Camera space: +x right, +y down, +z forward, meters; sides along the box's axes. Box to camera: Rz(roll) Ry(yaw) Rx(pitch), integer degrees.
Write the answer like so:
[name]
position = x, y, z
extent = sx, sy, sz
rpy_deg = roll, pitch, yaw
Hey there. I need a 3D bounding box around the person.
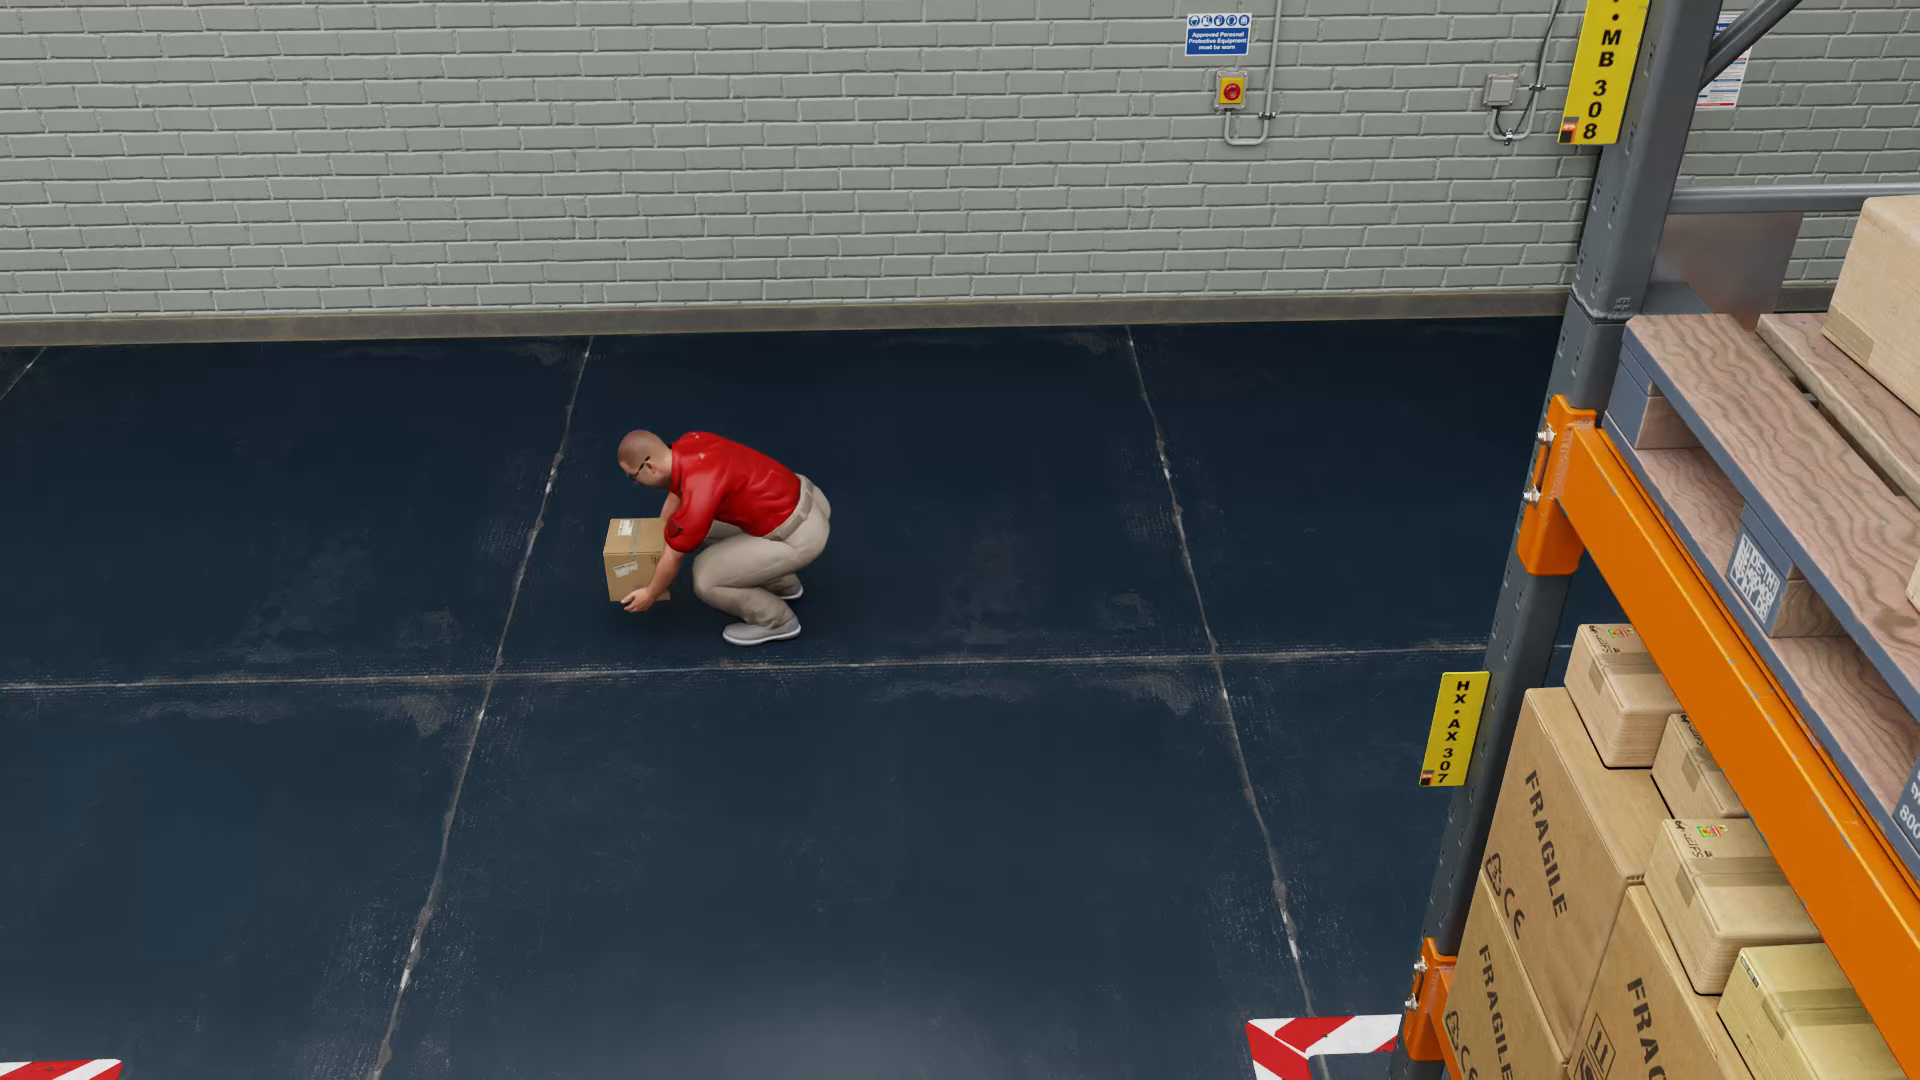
[person]
position = -0.981, -0.047, 6.887
extent = 0.885, 0.979, 0.569
rpy_deg = -2, 35, -2
